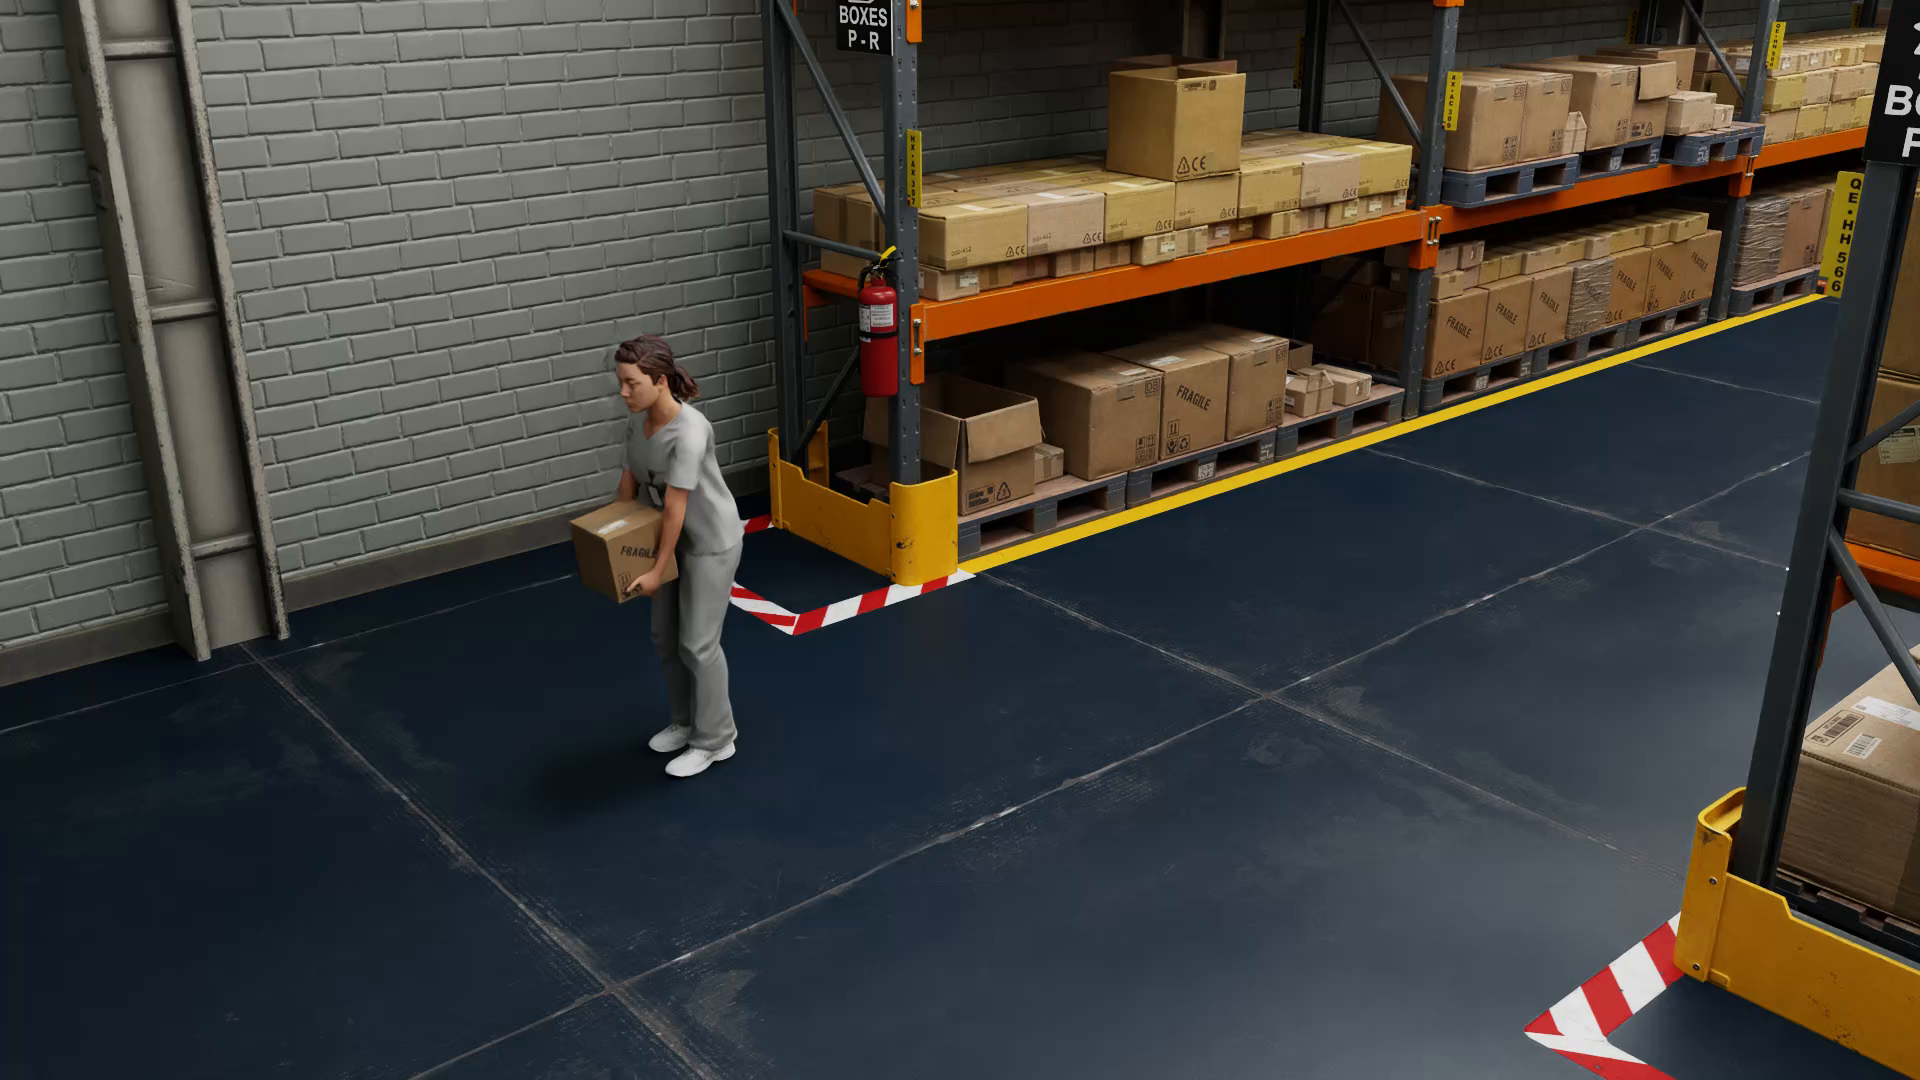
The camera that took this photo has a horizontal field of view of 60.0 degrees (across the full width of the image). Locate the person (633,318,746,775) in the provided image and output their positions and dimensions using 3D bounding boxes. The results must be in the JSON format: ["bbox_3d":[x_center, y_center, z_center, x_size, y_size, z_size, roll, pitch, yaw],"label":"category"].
[{"bbox_3d":[-1.000,0.034,6.002,0.548,1.667,0.447,-17,27,-38],"label":"person"}]
